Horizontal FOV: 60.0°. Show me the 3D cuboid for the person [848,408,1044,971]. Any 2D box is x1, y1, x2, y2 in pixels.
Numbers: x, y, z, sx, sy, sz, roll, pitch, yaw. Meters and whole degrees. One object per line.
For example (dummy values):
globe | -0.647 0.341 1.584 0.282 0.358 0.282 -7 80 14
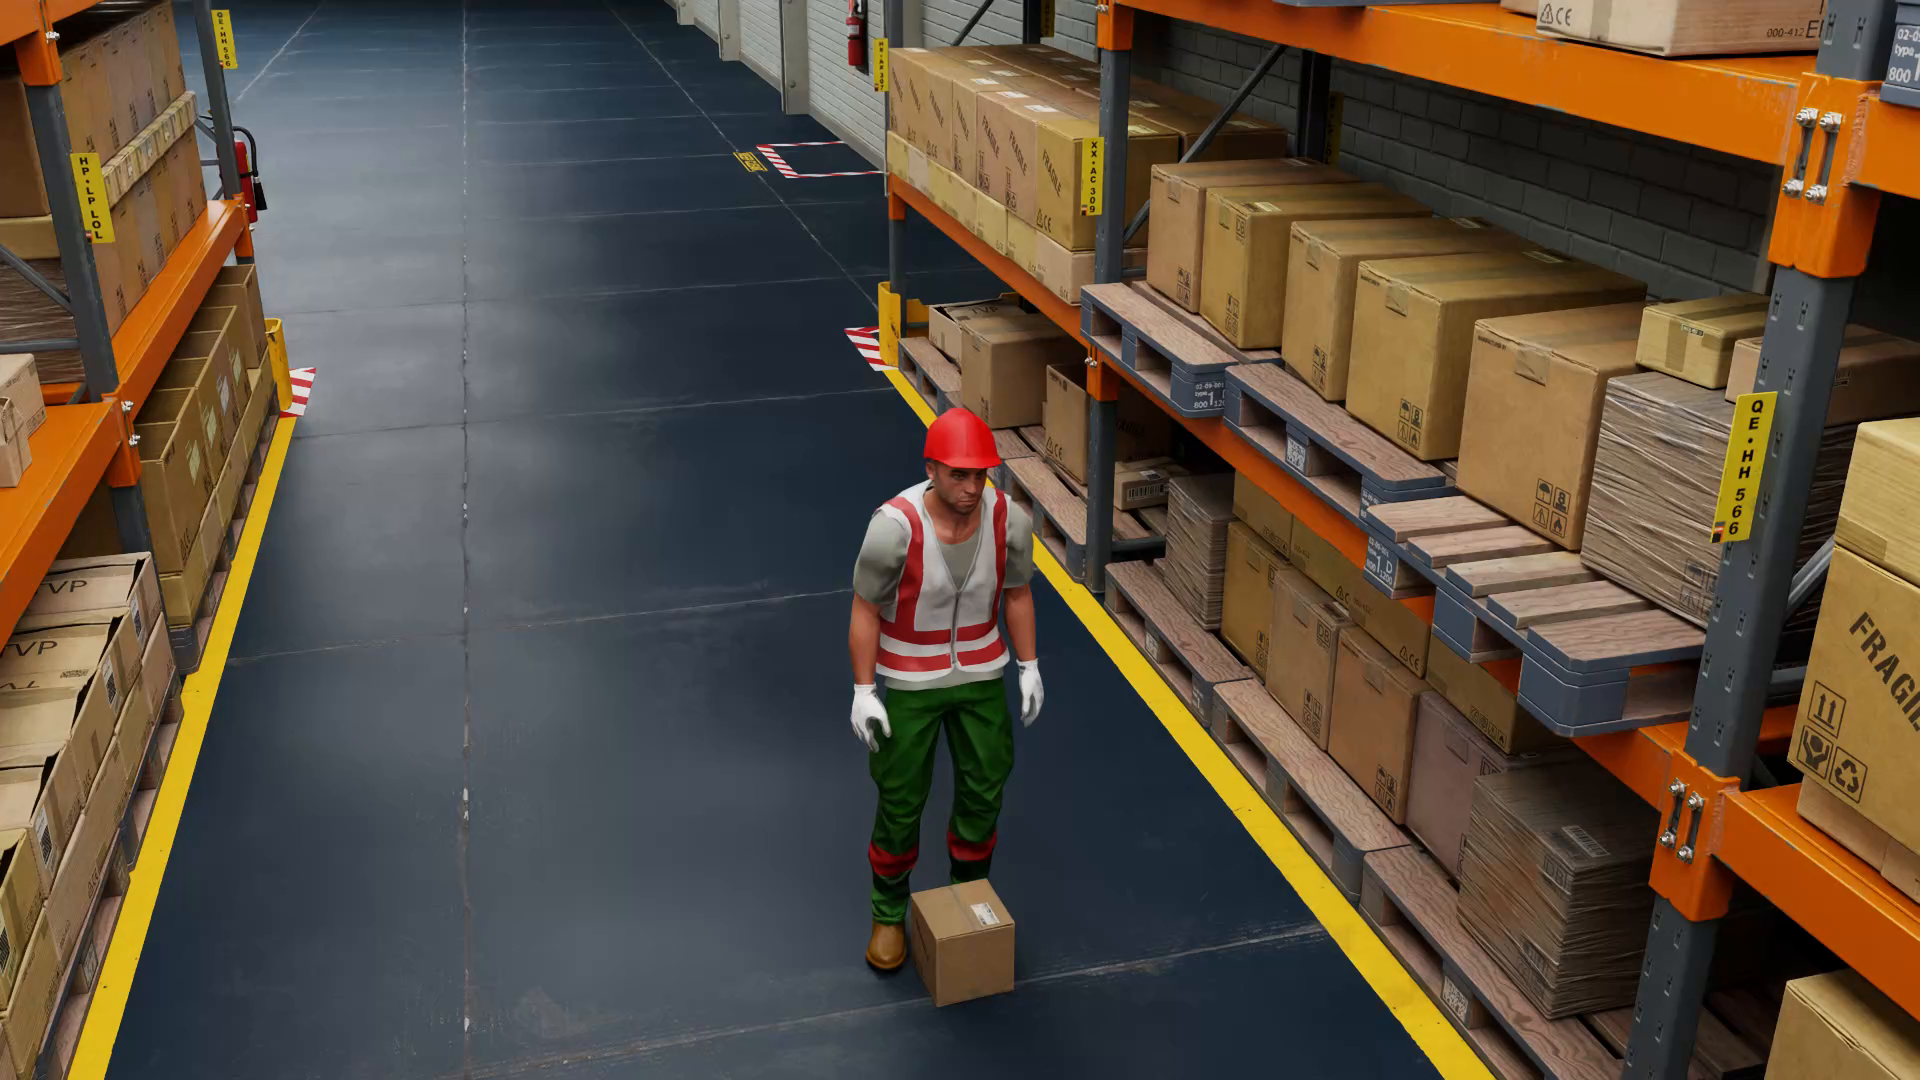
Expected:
person | -0.038 0.442 5.018 0.620 1.780 0.445 -7 24 -17
